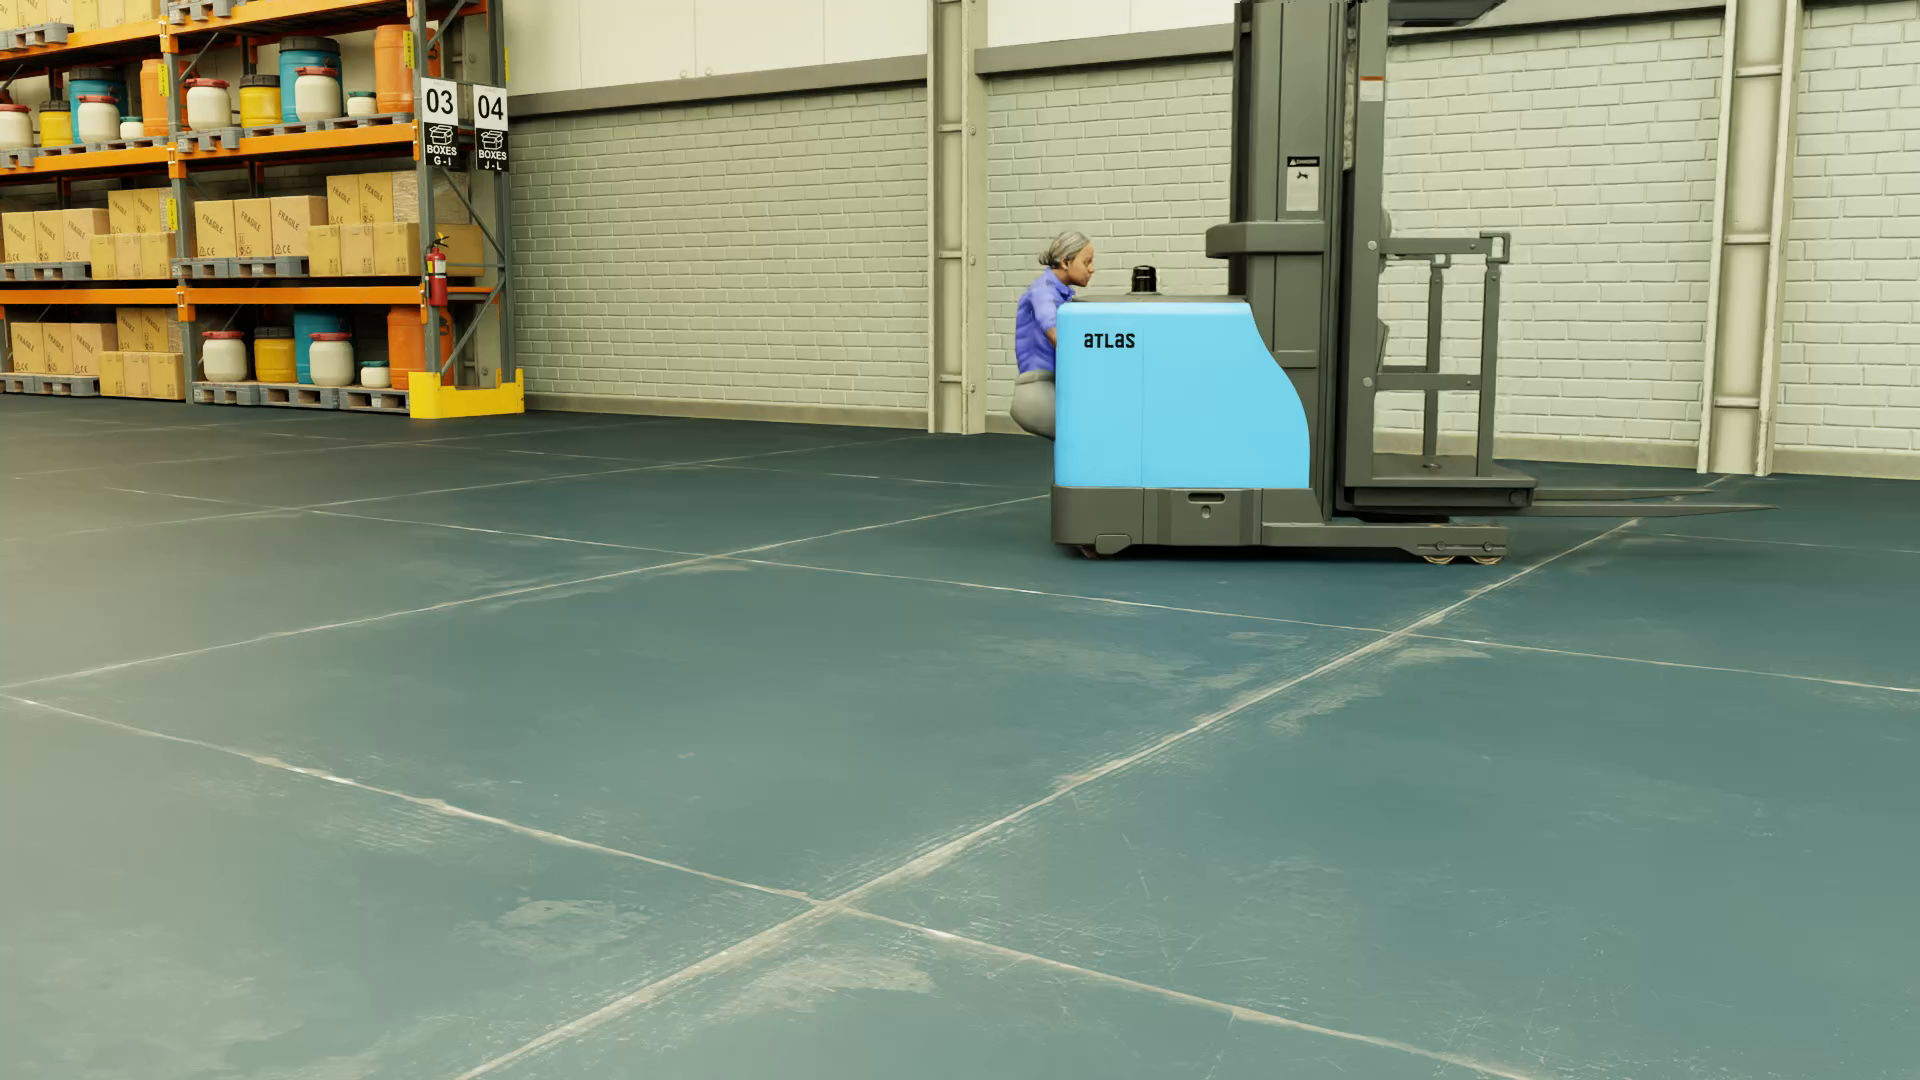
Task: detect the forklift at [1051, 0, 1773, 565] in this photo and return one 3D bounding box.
[{"bbox_3d":[1.926,-1.426,7.220,3.031,2.935,1.130,0,8,3],"label":"forklift"}]

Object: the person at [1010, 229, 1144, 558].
[{"bbox_3d":[0.646,-0.617,7.298,0.838,1.478,0.686,1,8,10],"label":"person"}]
